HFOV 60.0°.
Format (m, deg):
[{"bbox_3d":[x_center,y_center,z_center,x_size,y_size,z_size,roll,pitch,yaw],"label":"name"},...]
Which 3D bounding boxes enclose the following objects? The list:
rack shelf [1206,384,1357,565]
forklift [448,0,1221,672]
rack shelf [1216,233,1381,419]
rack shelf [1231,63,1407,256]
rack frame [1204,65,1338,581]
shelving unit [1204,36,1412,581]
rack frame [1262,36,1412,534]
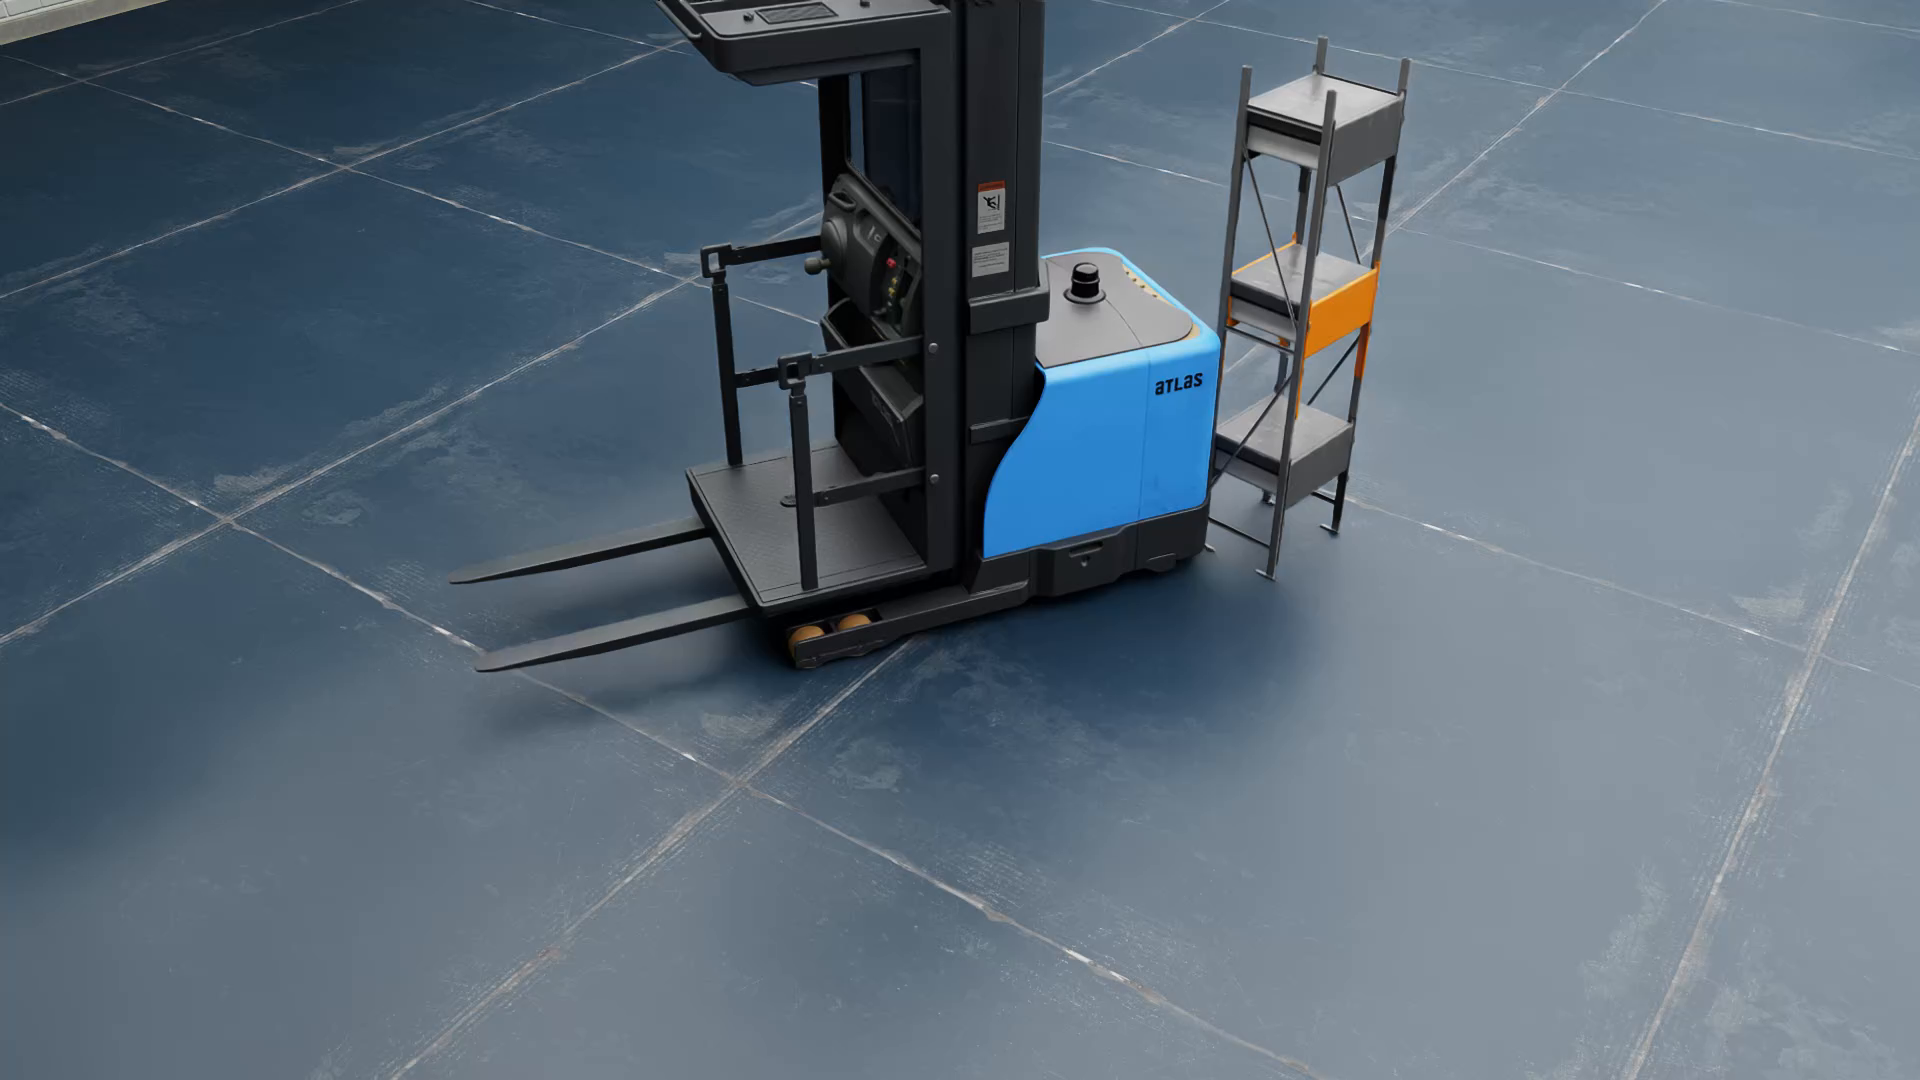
[{"bbox_3d":[1.346,-0.286,7.072,0.431,0.518,0.480,29,43,35],"label":"rack shelf"},{"bbox_3d":[-0.523,-1.048,6.183,3.031,2.935,1.130,-13,36,-19],"label":"forklift"},{"bbox_3d":[1.346,-0.866,6.680,0.431,0.518,0.480,29,43,35],"label":"rack shelf"},{"bbox_3d":[1.346,-1.446,6.288,0.431,0.518,0.480,29,43,35],"label":"rack shelf"},{"bbox_3d":[1.176,-0.779,6.528,0.400,2.100,0.015,29,43,35],"label":"rack frame"},{"bbox_3d":[1.346,-0.877,6.673,0.431,2.100,0.503,29,43,35],"label":"shelving unit"},{"bbox_3d":[1.516,-0.975,6.818,0.400,2.100,0.015,29,43,35],"label":"rack frame"}]
